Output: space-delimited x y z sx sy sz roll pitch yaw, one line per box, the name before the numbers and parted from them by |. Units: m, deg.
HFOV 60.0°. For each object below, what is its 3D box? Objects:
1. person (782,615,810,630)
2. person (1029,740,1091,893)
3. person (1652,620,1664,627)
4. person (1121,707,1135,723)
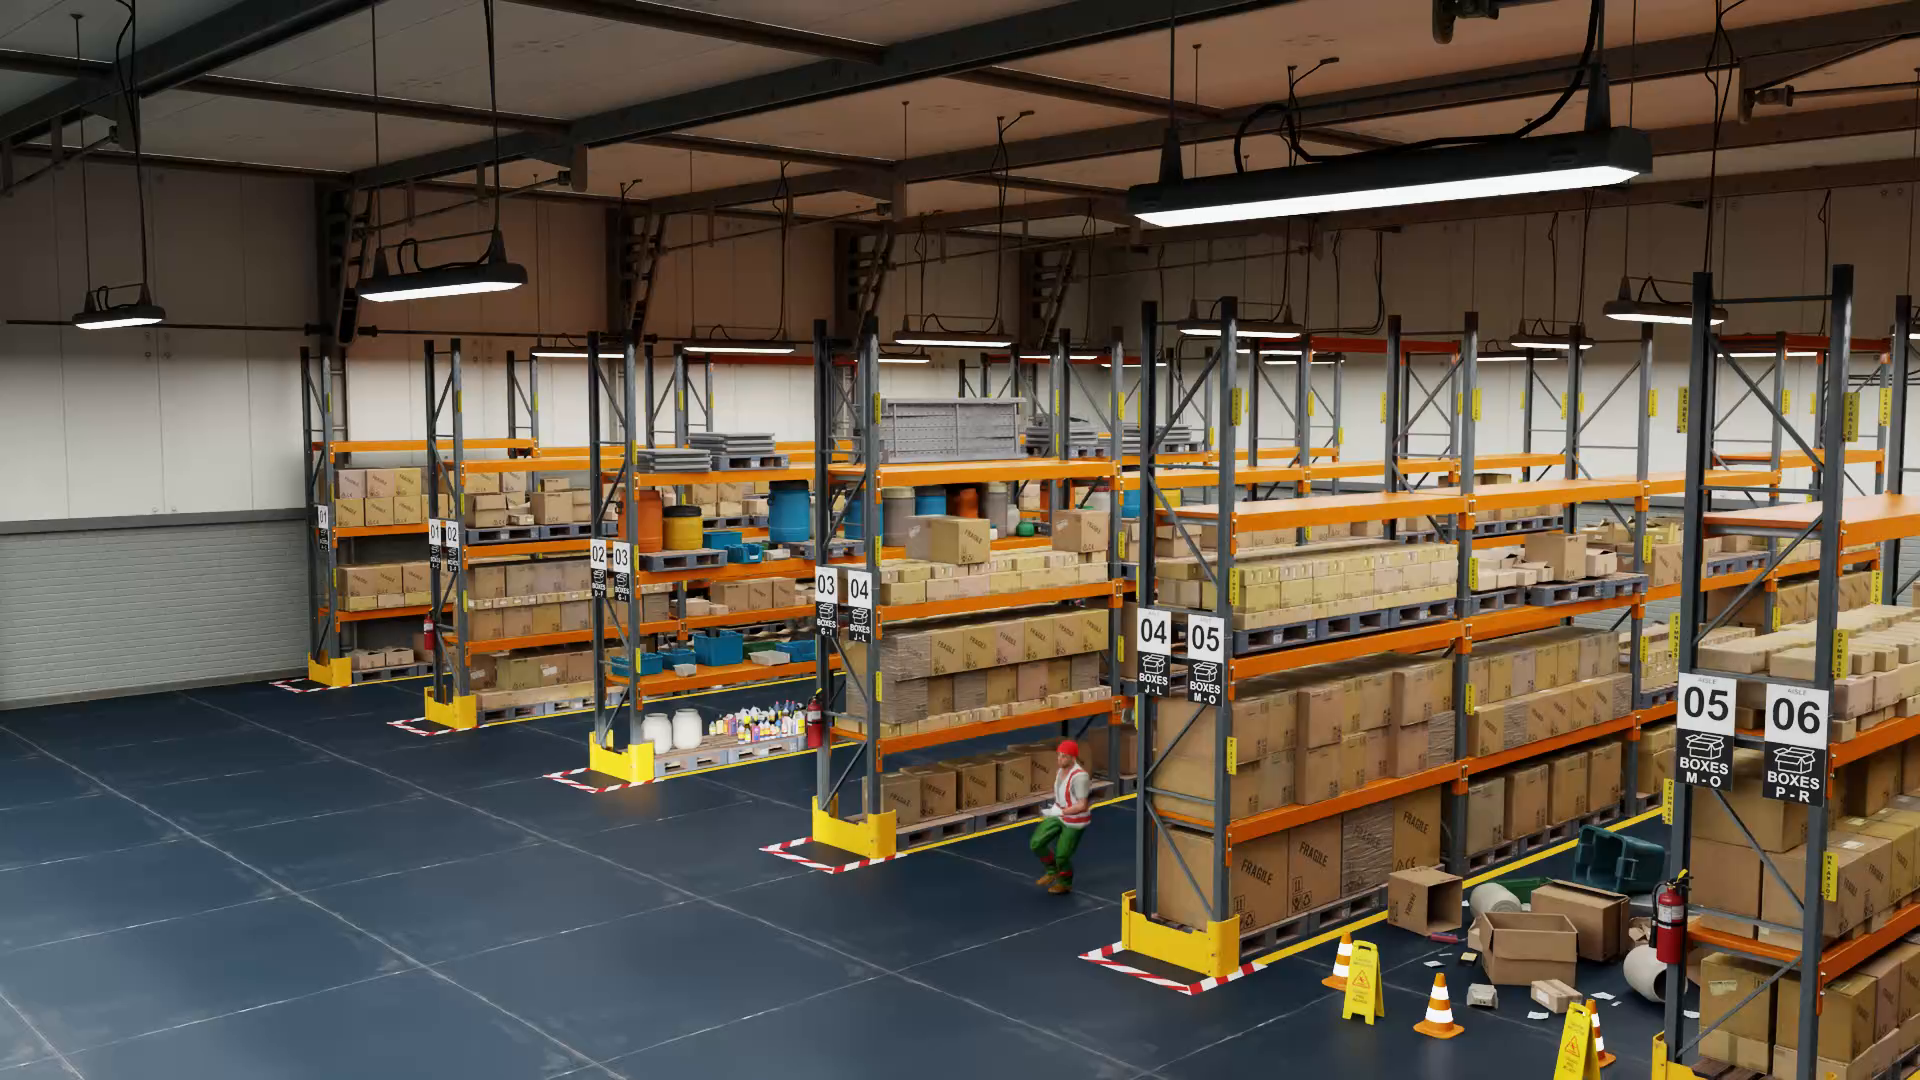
person | -3.210 1.544 32.627 0.629 1.515 0.874 3 6 31
person | 1.035 2.836 16.924 0.727 1.671 0.840 -4 6 -39
person | 10.798 2.062 25.774 0.643 1.646 0.547 -4 6 -38
person | 2.490 1.933 24.366 0.575 1.635 0.540 3 6 35
